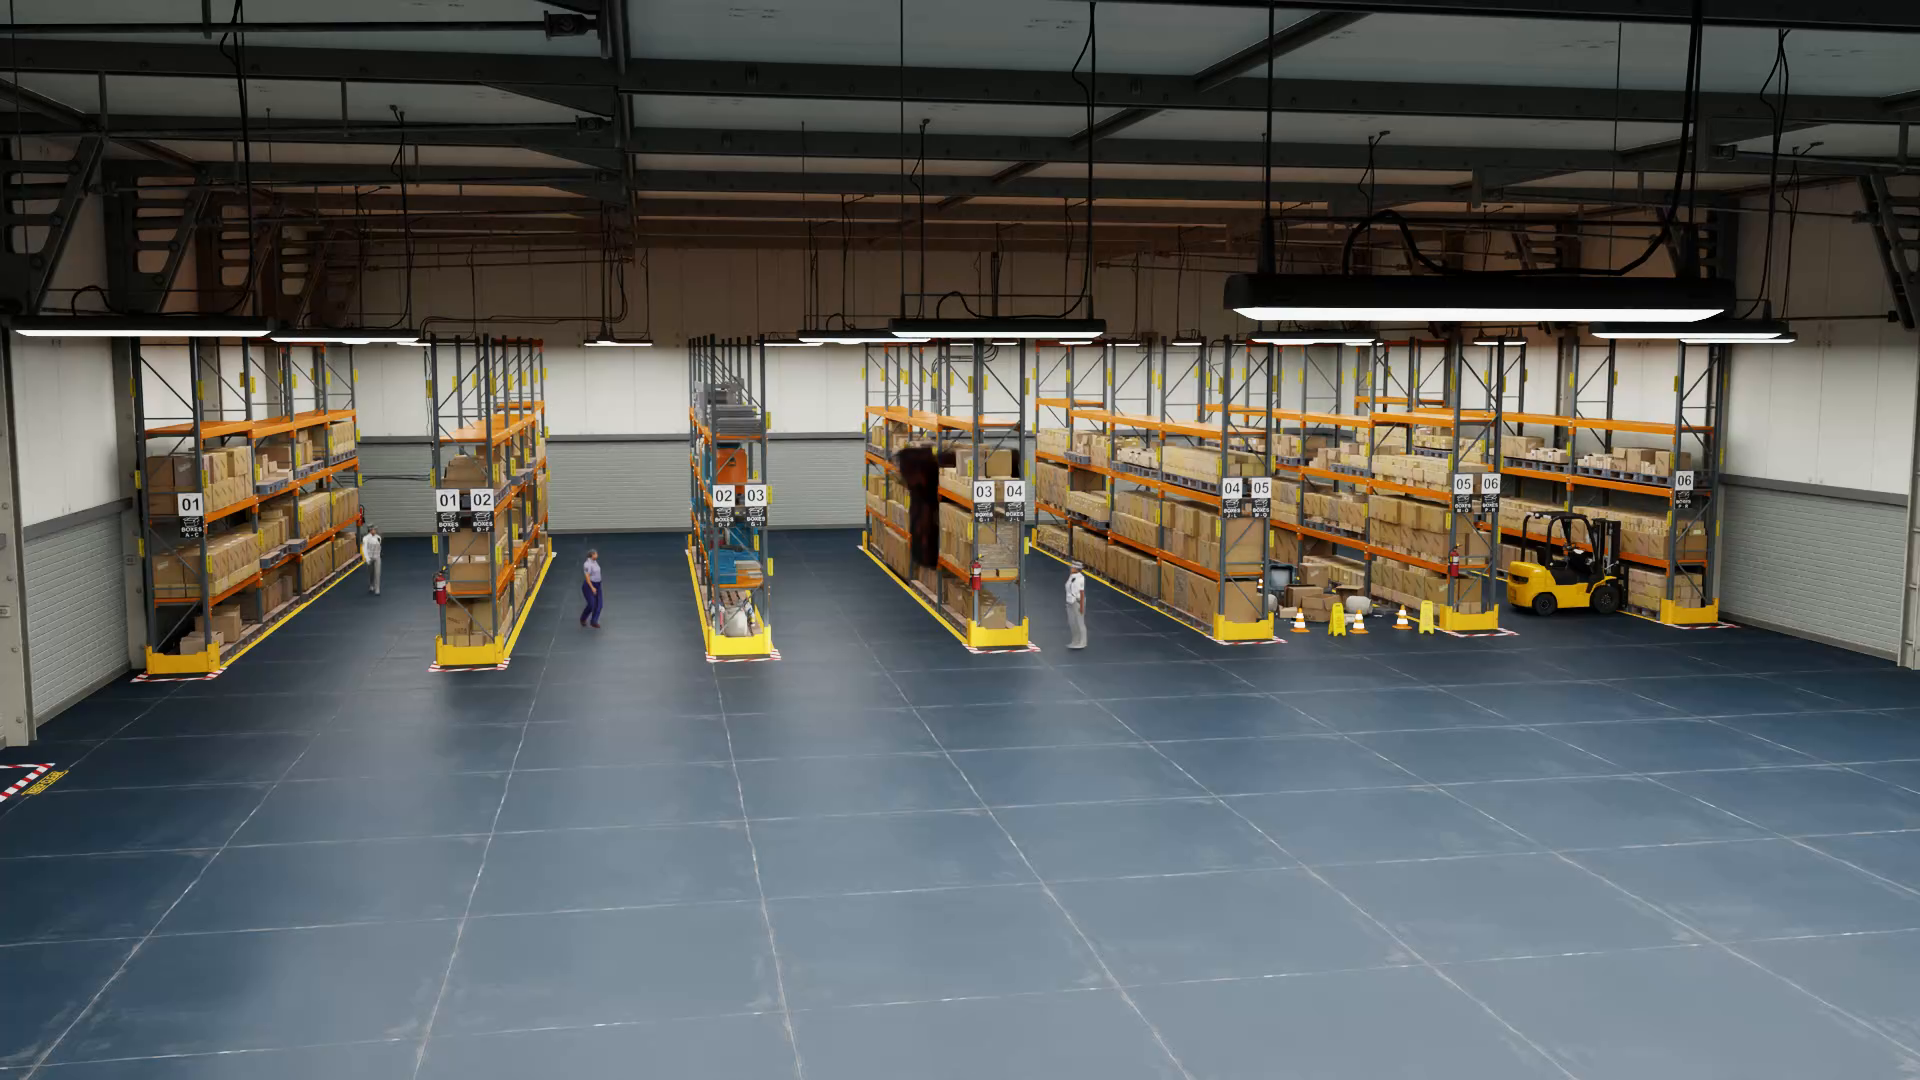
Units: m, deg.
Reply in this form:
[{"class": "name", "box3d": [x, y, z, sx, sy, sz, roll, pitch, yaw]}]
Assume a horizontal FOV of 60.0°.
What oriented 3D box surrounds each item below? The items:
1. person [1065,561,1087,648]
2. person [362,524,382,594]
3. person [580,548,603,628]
[{"class": "person", "box3d": [2.227, 1.246, 31.931, 0.383, 1.720, 0.579, -3, 7, -26]}, {"class": "person", "box3d": [-13.803, 0.426, 39.074, 0.434, 1.631, 0.959, -2, 7, -17]}, {"class": "person", "box3d": [-7.592, 1.002, 34.332, 0.463, 1.640, 0.539, 3, 7, 28]}]
